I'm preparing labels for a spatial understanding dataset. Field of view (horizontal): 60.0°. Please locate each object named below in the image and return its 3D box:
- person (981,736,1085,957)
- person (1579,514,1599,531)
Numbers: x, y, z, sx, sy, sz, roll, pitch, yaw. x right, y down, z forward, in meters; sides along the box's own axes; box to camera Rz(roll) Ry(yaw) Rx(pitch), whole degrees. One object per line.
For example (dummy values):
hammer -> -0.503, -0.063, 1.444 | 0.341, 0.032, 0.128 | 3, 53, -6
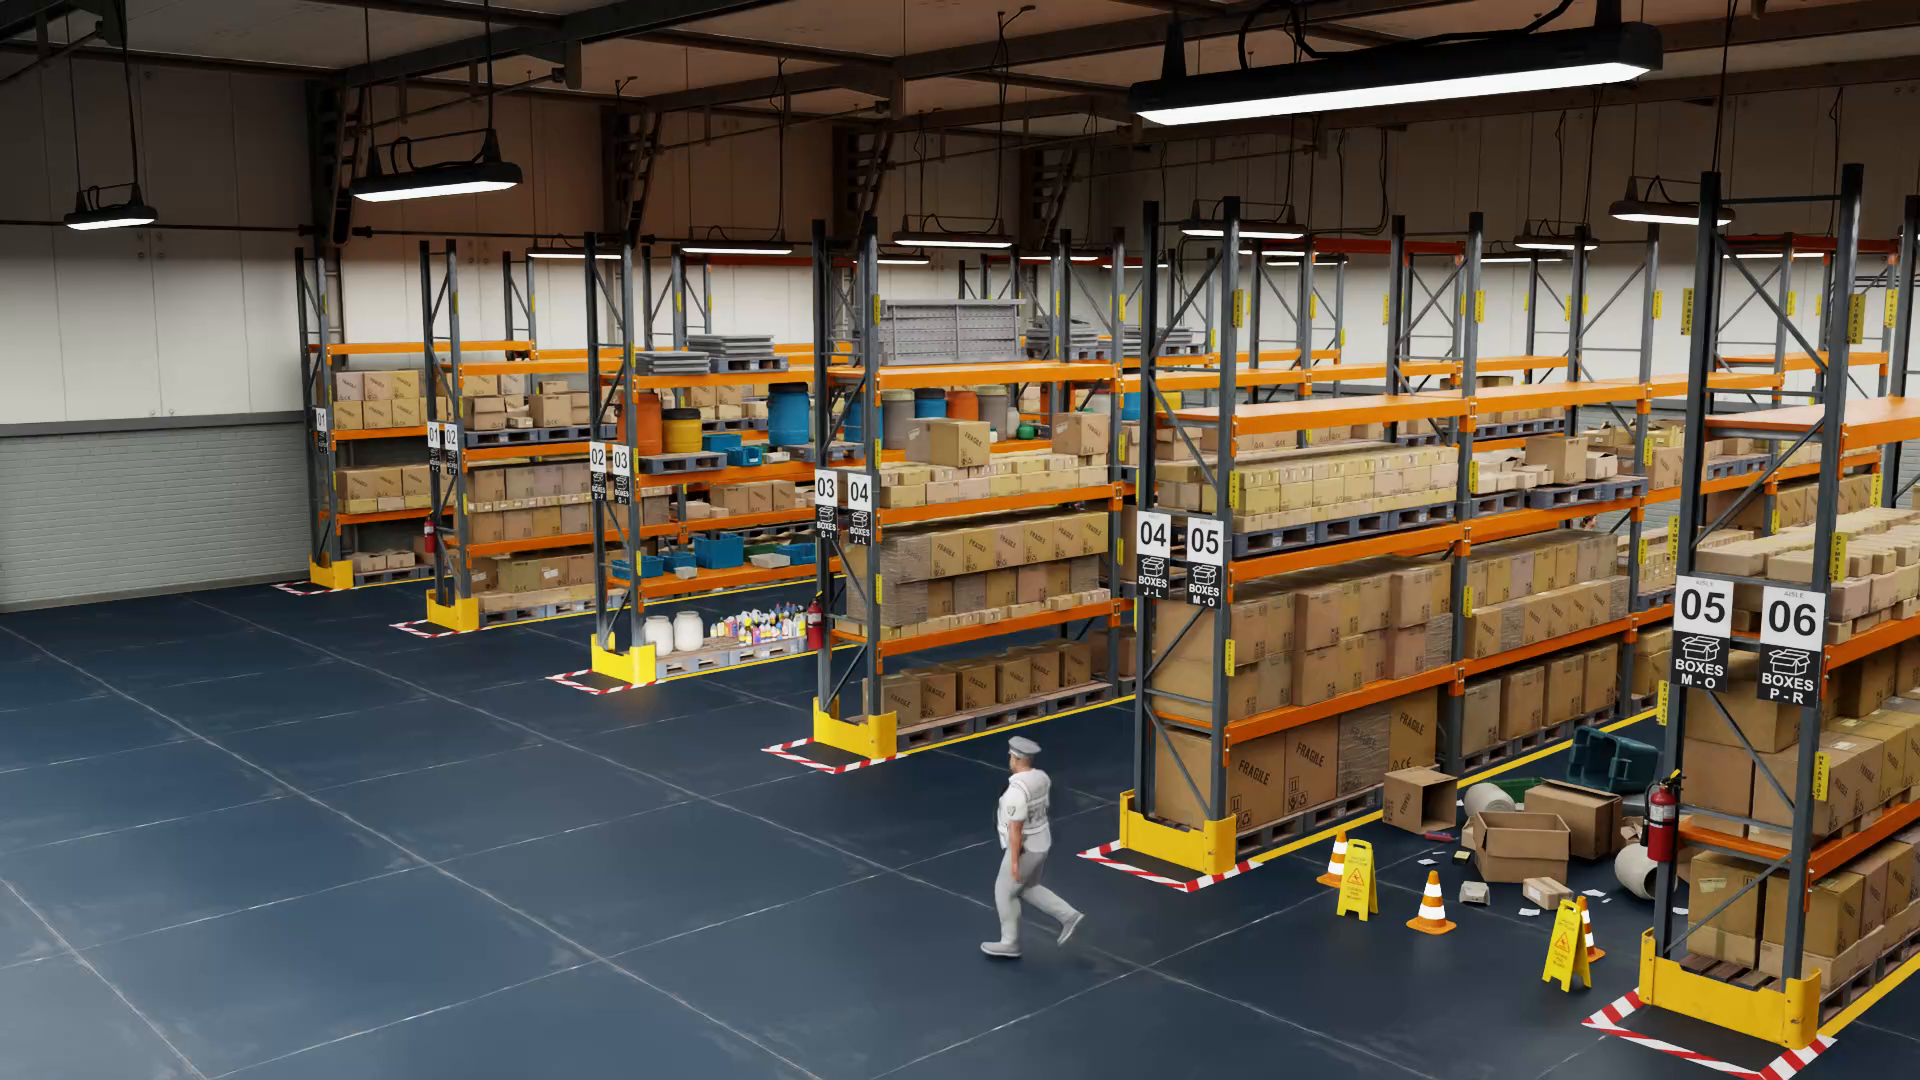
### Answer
person -> 0.558, 2.402, 12.958 | 0.791, 1.734, 0.533 | 2, 9, 15
person -> 10.193, 0.368, 27.073 | 0.472, 1.670, 0.475 | 3, 9, 18
